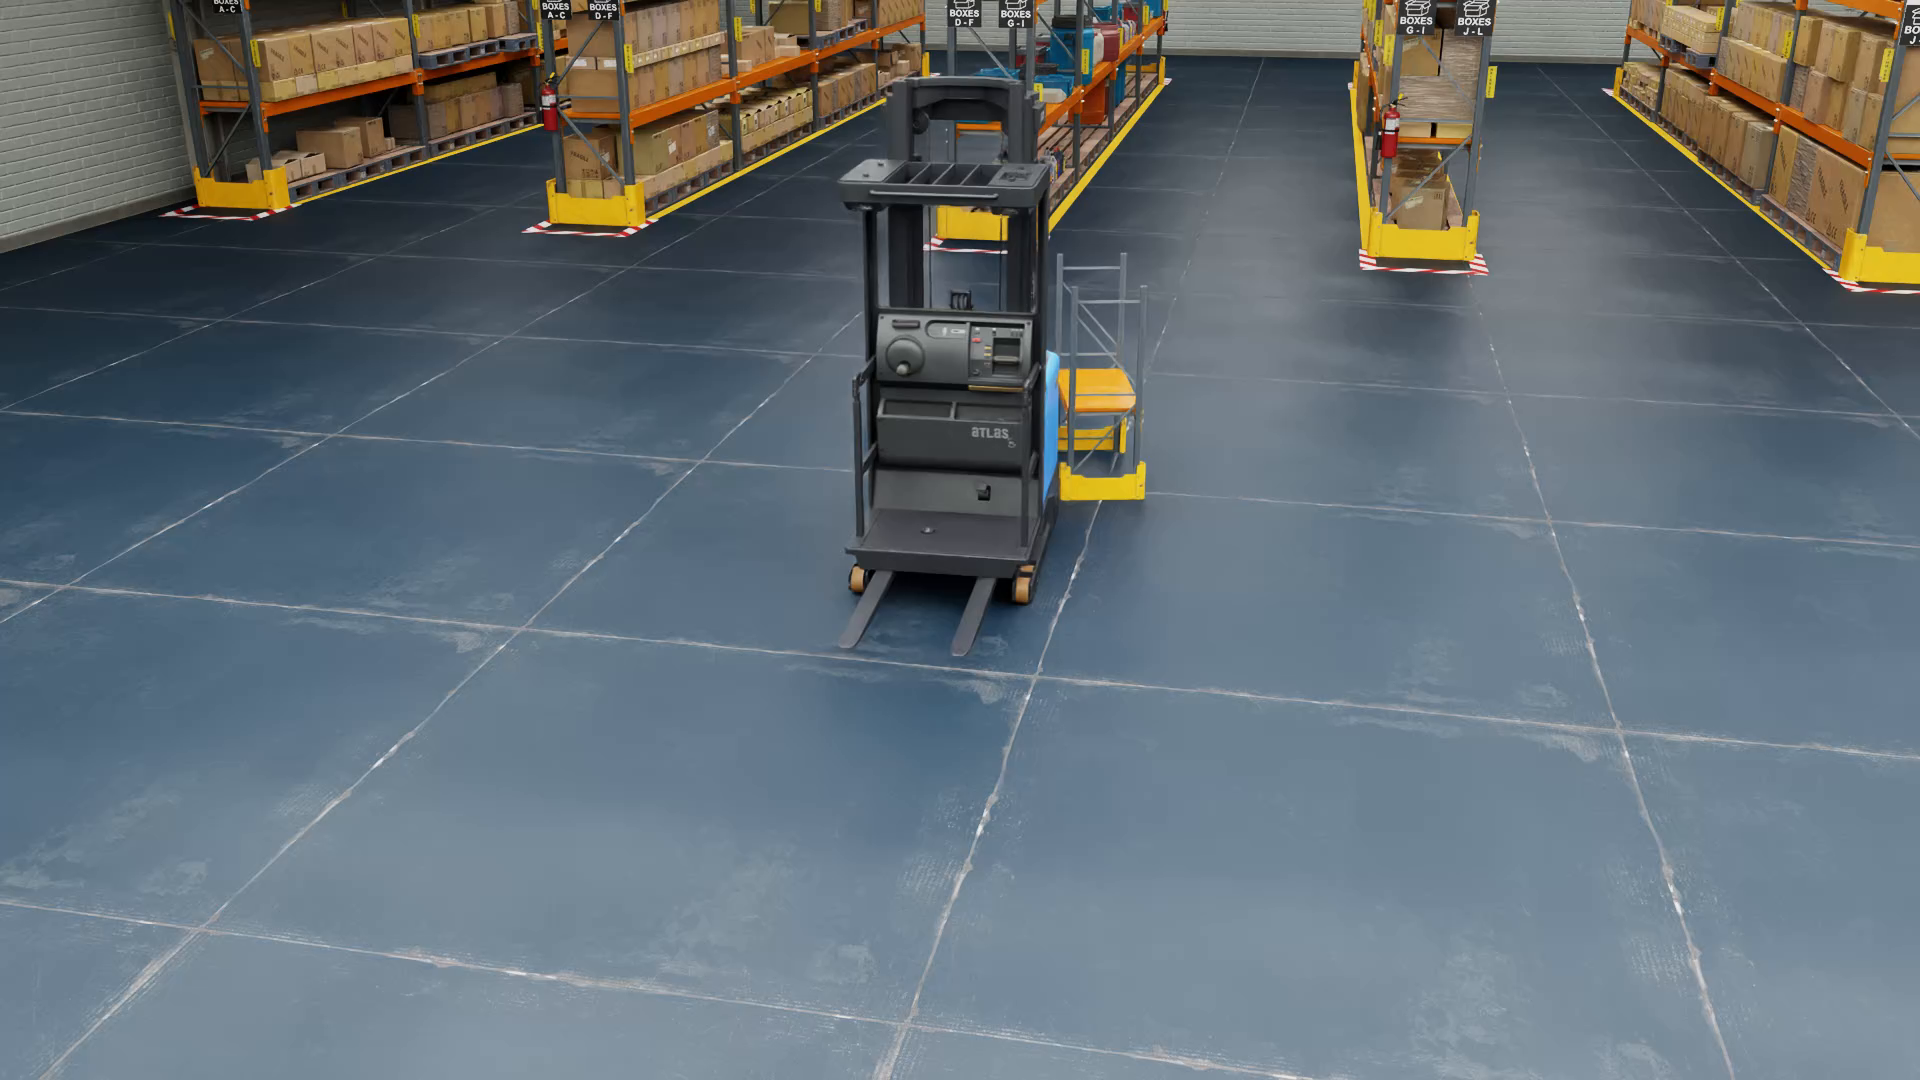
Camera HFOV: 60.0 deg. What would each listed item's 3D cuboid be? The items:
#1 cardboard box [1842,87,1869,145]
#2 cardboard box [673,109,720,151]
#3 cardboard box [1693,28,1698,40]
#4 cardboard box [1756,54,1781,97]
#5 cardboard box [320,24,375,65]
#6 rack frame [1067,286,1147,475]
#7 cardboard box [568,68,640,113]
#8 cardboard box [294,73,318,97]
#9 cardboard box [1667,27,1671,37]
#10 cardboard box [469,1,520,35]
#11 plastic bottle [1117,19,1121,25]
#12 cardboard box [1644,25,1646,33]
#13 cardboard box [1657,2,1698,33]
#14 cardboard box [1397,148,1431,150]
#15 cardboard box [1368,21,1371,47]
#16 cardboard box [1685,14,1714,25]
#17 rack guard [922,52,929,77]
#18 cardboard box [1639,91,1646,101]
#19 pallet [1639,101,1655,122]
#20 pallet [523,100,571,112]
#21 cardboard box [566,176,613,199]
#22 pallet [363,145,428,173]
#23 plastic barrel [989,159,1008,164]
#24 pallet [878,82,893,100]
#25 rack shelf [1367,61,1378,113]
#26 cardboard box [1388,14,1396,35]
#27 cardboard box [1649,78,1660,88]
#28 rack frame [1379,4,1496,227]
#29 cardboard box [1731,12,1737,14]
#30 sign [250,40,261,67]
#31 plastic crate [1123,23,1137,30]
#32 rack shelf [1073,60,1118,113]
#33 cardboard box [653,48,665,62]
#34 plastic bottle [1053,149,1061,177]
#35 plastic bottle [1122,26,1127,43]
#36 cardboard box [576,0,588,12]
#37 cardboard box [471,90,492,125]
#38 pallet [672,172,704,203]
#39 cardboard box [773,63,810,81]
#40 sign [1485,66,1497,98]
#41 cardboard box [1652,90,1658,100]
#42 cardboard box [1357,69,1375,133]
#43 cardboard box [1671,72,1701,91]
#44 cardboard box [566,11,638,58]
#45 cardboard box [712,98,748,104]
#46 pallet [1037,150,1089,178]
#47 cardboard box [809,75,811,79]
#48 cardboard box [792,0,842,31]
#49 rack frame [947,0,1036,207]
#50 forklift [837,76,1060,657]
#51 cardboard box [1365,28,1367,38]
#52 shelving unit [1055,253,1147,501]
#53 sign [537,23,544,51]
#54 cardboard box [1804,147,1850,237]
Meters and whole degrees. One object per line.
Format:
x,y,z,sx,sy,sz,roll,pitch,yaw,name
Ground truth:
10.161,-4.588,18.030,0.875,0.550,0.550,4,22,11,cardboard box
-3.671,-5.710,23.131,0.500,0.500,0.500,4,22,11,cardboard box
11.430,-7.728,25.403,0.380,0.149,0.250,5,22,12,cardboard box
10.803,-6.082,21.805,0.500,0.500,0.500,4,22,10,cardboard box
-8.530,-6.912,23.171,0.500,0.500,0.500,4,22,9,cardboard box
0.989,-0.982,11.285,0.500,1.500,0.032,-1,22,-2,rack frame
-4.385,-5.564,20.520,0.700,0.500,0.500,4,22,11,cardboard box
-8.841,-6.009,21.933,0.500,0.250,0.500,4,22,9,cardboard box
11.851,-8.341,27.324,0.380,0.149,0.250,5,22,11,cardboard box
-7.797,-8.728,27.787,0.700,0.500,0.500,2,22,5,cardboard box
2.758,-8.917,29.046,0.144,0.351,0.185,4,22,11,plastic bottle
12.722,-9.337,30.358,0.380,0.149,0.250,4,22,10,cardboard box
12.310,-8.948,28.524,0.500,0.500,0.500,4,22,11,cardboard box
5.899,-4.947,21.904,0.500,0.500,0.500,4,22,9,cardboard box
7.110,-8.511,27.836,0.500,0.500,0.500,4,22,10,cardboard box
11.589,-8.143,26.036,0.380,0.149,0.250,6,23,14,cardboard box
-1.244,-10.012,35.045,1.175,0.500,0.348,4,22,11,rack guard
12.445,-7.985,29.920,0.380,0.149,0.250,4,22,11,cardboard box
12.590,-7.520,29.243,1.003,0.211,1.213,4,22,11,pallet
-7.476,-7.639,29.539,1.003,0.211,1.213,4,22,11,pallet
-4.673,-4.486,21.096,0.500,0.250,0.500,4,22,11,cardboard box
-8.630,-5.645,24.589,1.003,0.211,1.213,4,22,11,pallet
0.517,-4.440,20.630,0.421,0.512,0.421,0,22,0,plastic barrel
-1.903,-8.694,32.159,1.003,0.211,1.213,4,22,11,pallet
6.428,-6.452,23.822,1.077,0.370,4.000,4,22,11,rack shelf
5.385,-6.008,19.885,0.500,0.500,0.500,4,22,11,cardboard box
12.363,-8.052,29.288,0.380,0.149,0.250,4,22,10,cardboard box
5.204,-4.592,18.239,1.000,3.000,0.127,4,22,11,rack frame
12.330,-8.281,26.378,0.380,0.149,0.250,3,22,9,cardboard box
-8.812,-6.085,20.788,0.100,0.325,0.005,4,22,11,sign
3.039,-9.423,30.507,0.396,0.136,0.243,4,22,11,plastic crate
1.580,-6.830,24.760,1.077,0.370,4.000,4,22,11,rack shelf
-3.993,-6.200,21.231,0.380,0.149,0.250,4,22,9,cardboard box
1.283,-5.080,22.408,0.144,0.351,0.185,3,22,8,plastic bottle
2.788,-8.679,28.555,0.152,0.276,0.135,4,22,11,plastic bottle
-7.044,-9.565,30.030,0.500,0.500,0.500,5,22,12,cardboard box
-8.099,-7.064,27.135,0.700,0.500,0.500,4,22,11,cardboard box
-4.127,-4.782,22.445,1.003,0.211,1.213,4,22,11,pallet
-2.892,-8.047,28.573,0.500,0.250,0.500,5,23,13,cardboard box
5.735,-4.952,17.975,0.100,0.325,0.005,4,22,11,sign
12.241,-7.715,28.850,0.380,0.149,0.250,5,22,12,cardboard box
6.998,-6.977,26.445,1.225,0.875,0.875,3,22,8,cardboard box
11.972,-7.503,27.249,0.500,0.250,0.500,5,22,12,cardboard box
-4.375,-6.185,20.326,0.700,0.500,0.500,5,22,11,cardboard box
-3.565,-6.717,25.884,0.500,0.311,0.500,4,22,10,cardboard box
1.294,-5.429,24.050,1.003,0.211,1.213,4,22,11,pallet
-2.794,-7.868,29.131,0.500,0.500,0.500,4,22,9,cardboard box
-2.469,-9.074,28.673,0.700,0.500,0.500,9,24,21,cardboard box
0.355,-4.969,19.177,1.000,3.000,0.127,4,22,11,rack frame
-0.067,-1.120,9.712,1.130,2.935,3.031,3,22,9,forklift
7.394,-9.000,29.522,0.380,0.149,0.250,5,22,11,cardboard box
0.968,-1.176,11.765,0.587,1.500,1.083,-1,22,-2,shelving unit
-5.021,-6.041,19.972,0.100,0.325,0.005,4,22,11,sign
10.290,-3.961,18.955,0.875,0.875,0.875,4,22,10,cardboard box
